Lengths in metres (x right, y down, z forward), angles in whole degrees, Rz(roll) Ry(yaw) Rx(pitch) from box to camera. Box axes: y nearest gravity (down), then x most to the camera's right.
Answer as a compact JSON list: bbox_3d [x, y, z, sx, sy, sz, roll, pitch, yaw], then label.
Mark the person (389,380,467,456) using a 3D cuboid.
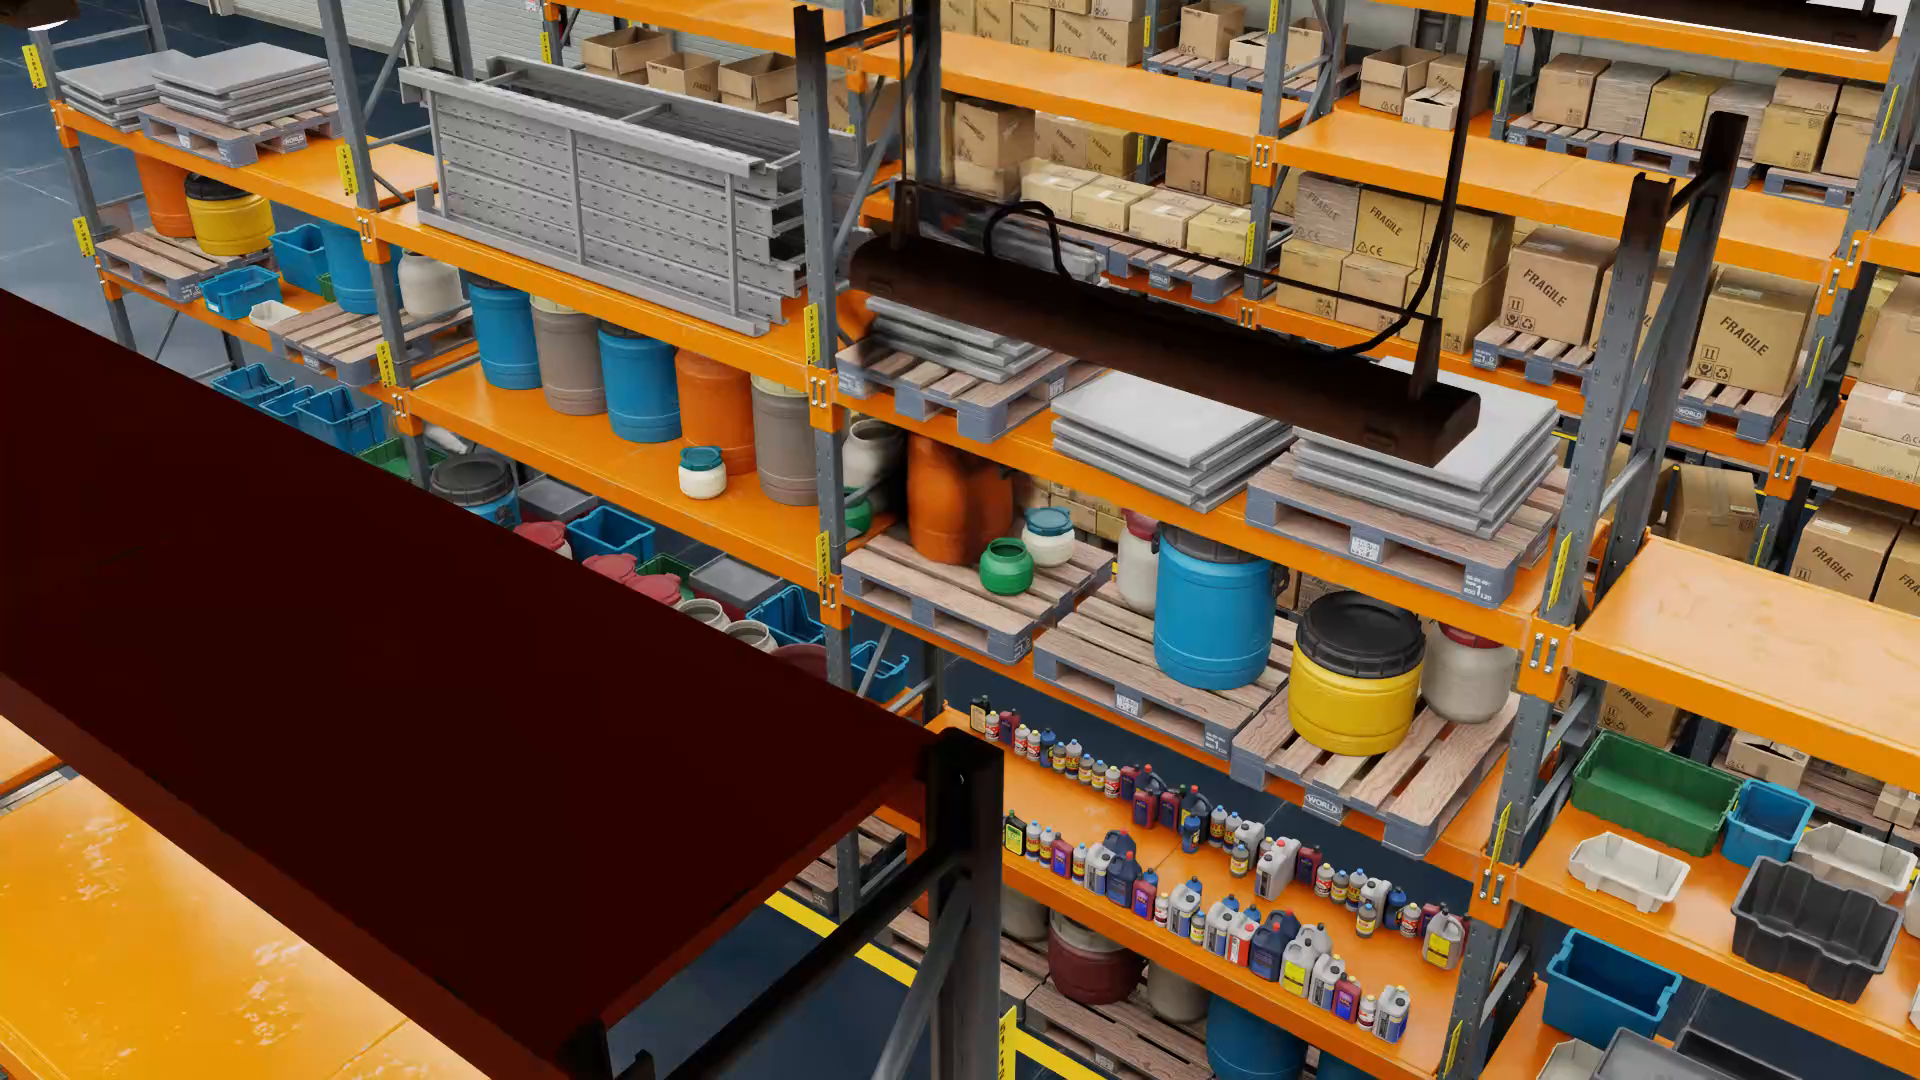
[{"bbox_3d":[-5.151,-1.343,15.787,0.950,1.767,0.647,12,33,19],"label":"person"}]
